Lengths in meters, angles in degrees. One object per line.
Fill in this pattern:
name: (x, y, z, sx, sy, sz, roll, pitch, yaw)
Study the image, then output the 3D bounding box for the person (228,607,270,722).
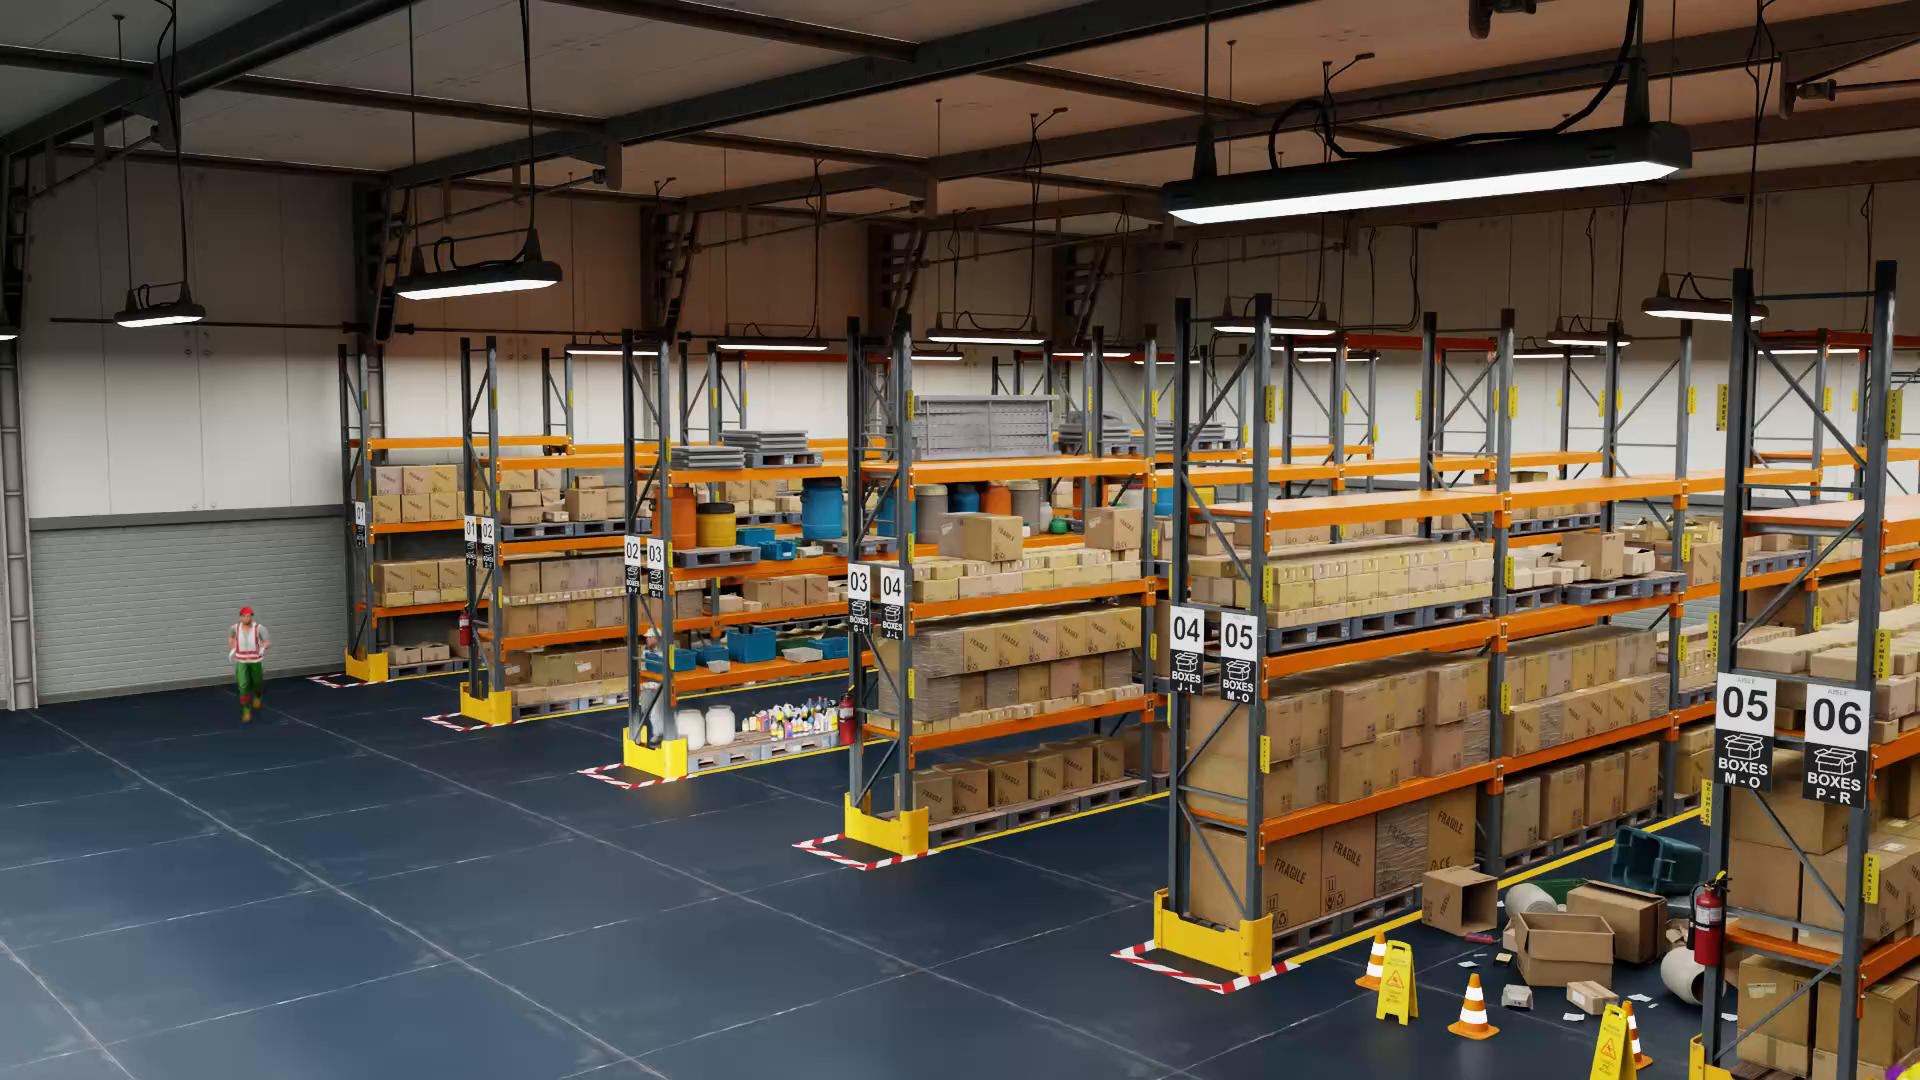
person: (-11.212, 1.926, 26.233, 0.622, 1.779, 0.846, -2, 5, -18)

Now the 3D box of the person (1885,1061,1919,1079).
person: (5.435, 3.560, 9.323, 1.027, 1.517, 0.681, -5, 7, -41)

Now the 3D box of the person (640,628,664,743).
person: (-4.433, 2.124, 24.506, 0.657, 1.714, 0.572, 4, 6, 34)
